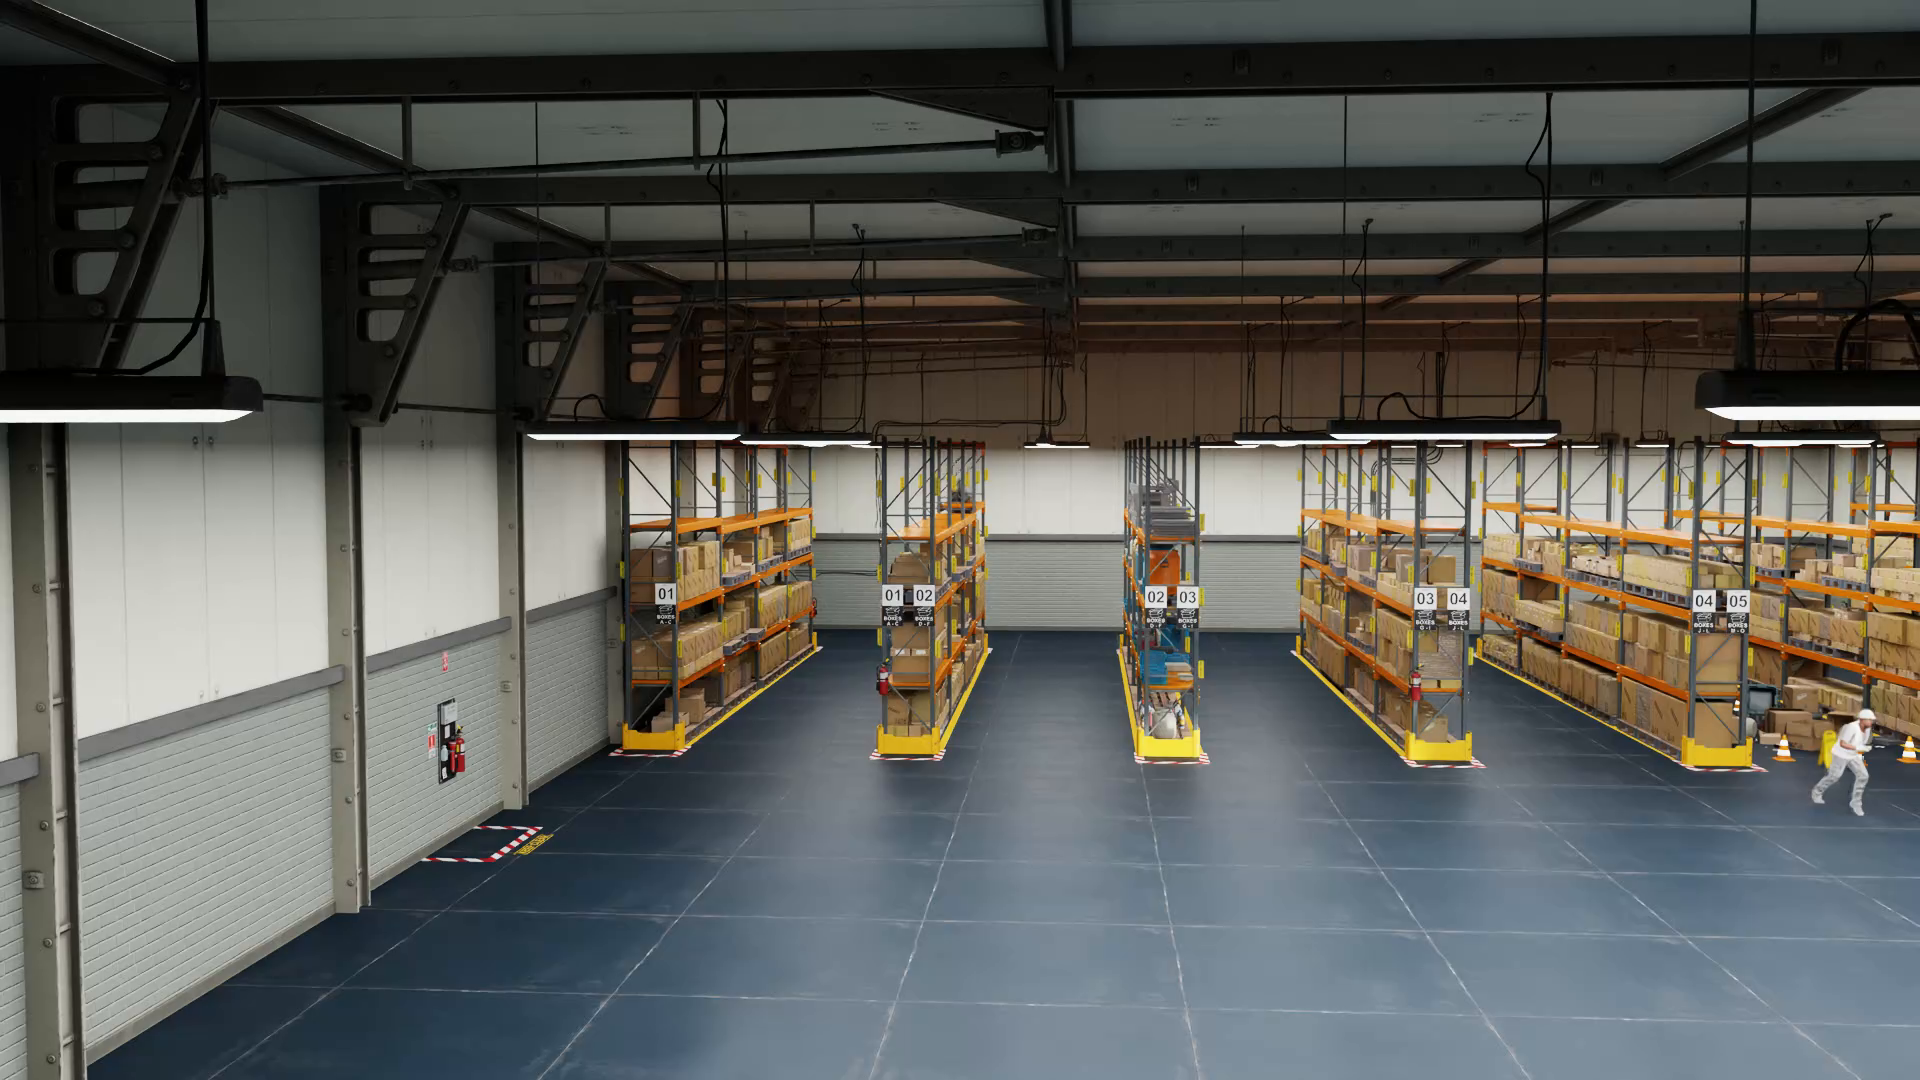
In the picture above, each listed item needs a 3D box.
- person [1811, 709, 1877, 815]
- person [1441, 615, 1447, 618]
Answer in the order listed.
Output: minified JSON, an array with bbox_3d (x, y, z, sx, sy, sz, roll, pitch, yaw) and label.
[{"bbox_3d":[14.054,3.481,26.411,0.729,1.686,1.011,-2,4,-30],"label":"person"},{"bbox_3d":[13.519,2.364,46.803,0.595,1.696,0.718,-2,4,-32],"label":"person"}]
